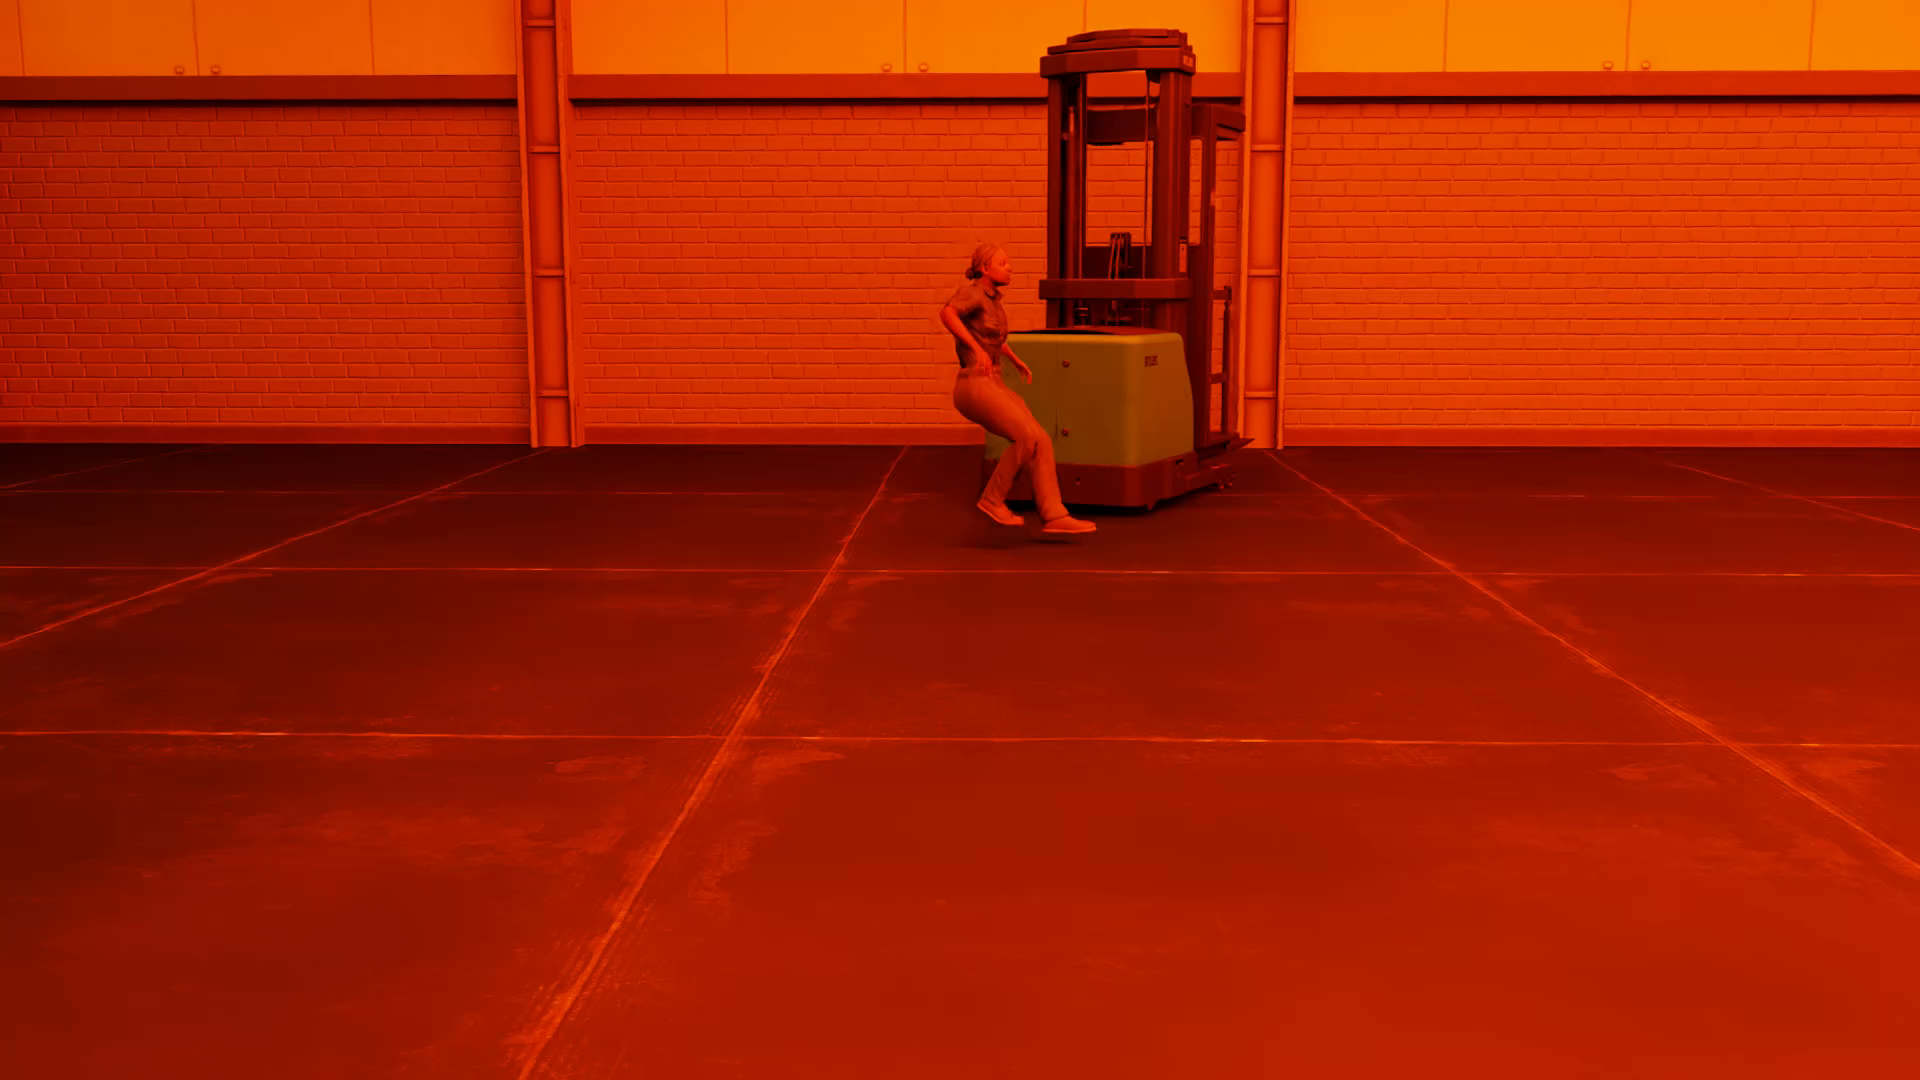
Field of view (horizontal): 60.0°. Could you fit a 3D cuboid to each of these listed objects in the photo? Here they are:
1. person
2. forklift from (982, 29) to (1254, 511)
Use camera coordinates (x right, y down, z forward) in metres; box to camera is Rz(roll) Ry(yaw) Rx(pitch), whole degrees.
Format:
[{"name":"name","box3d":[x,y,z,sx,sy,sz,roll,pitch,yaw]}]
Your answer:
[{"name":"person","box3d":[0.324,-0.791,8.792,0.770,1.541,0.935,3,9,22]},{"name":"forklift","box3d":[1.240,-1.808,11.133,1.130,2.935,3.031,4,10,26]}]
